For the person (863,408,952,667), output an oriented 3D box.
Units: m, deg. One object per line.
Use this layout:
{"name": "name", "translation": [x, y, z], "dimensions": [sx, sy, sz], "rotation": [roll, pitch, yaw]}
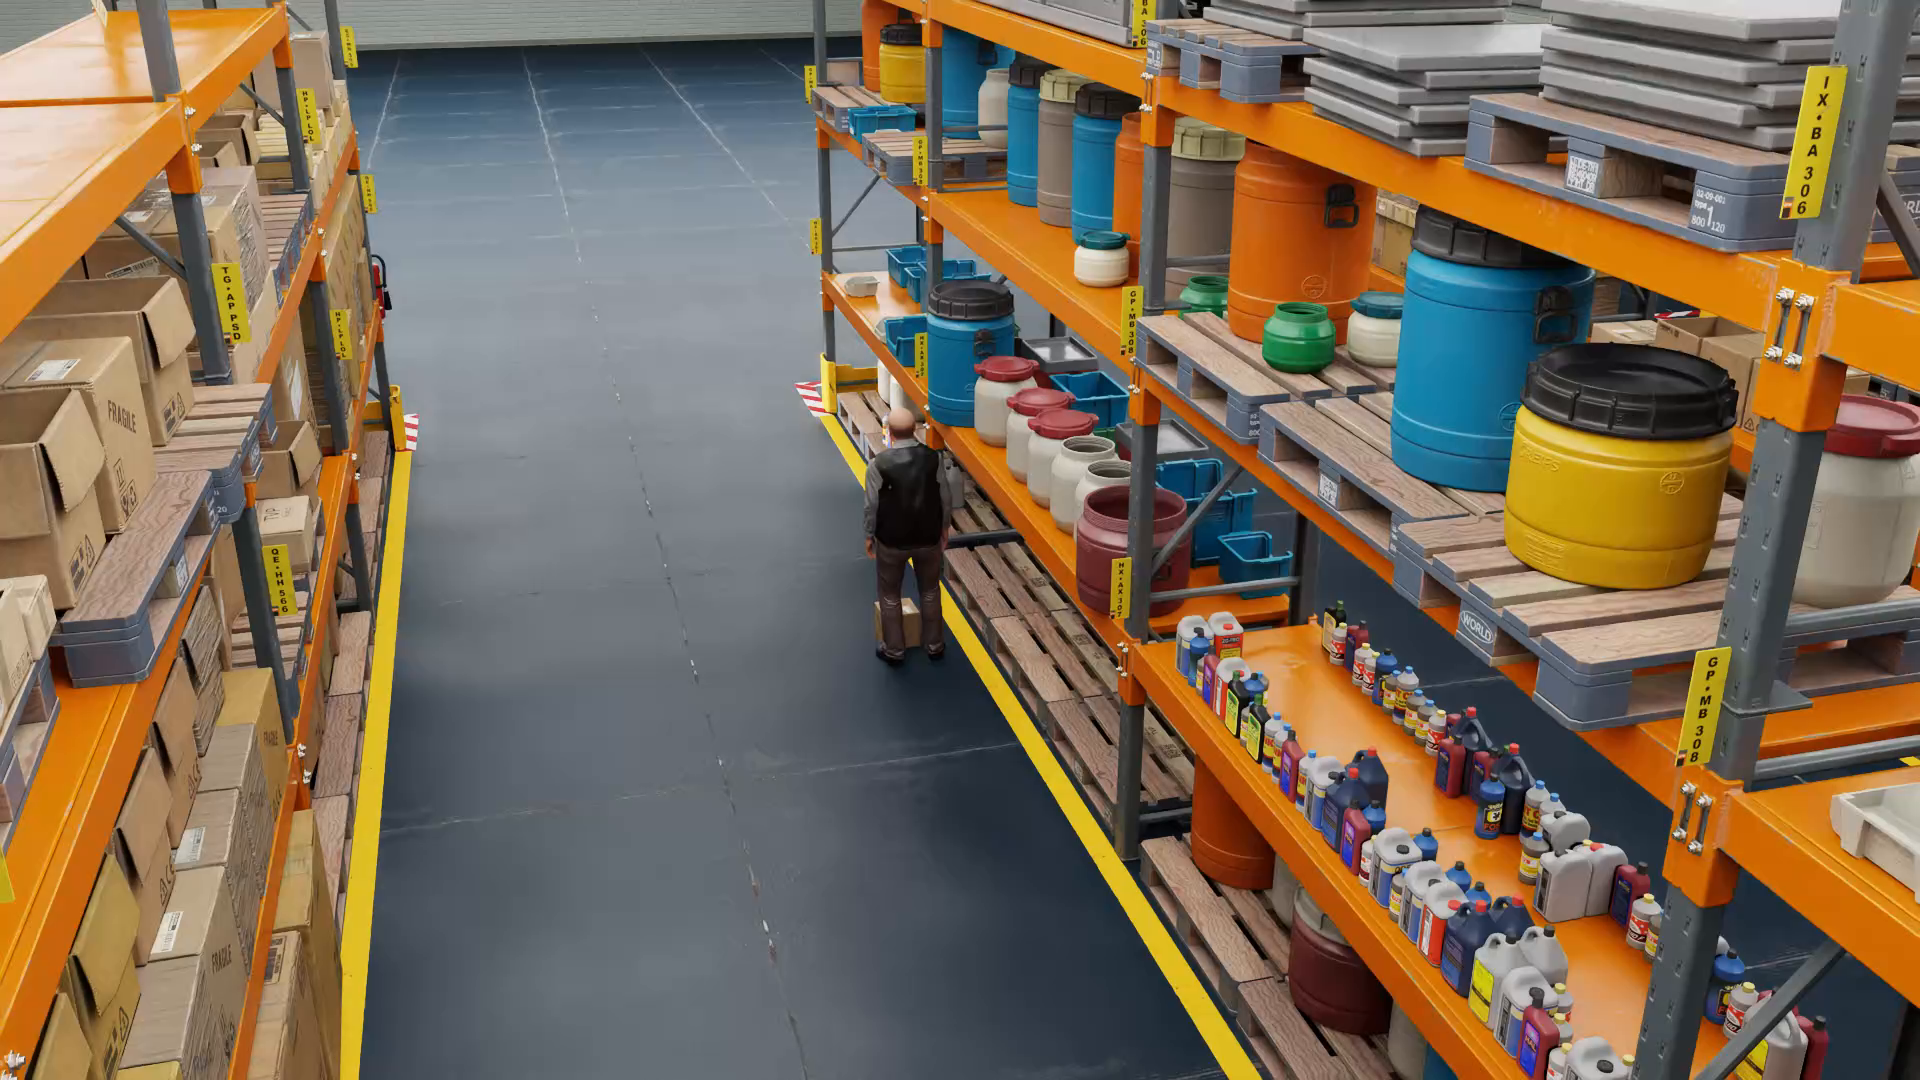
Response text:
{"name": "person", "translation": [-0.333, -0.006, 10.710], "dimensions": [0.580, 1.720, 0.421], "rotation": [-6, 24, -14]}
